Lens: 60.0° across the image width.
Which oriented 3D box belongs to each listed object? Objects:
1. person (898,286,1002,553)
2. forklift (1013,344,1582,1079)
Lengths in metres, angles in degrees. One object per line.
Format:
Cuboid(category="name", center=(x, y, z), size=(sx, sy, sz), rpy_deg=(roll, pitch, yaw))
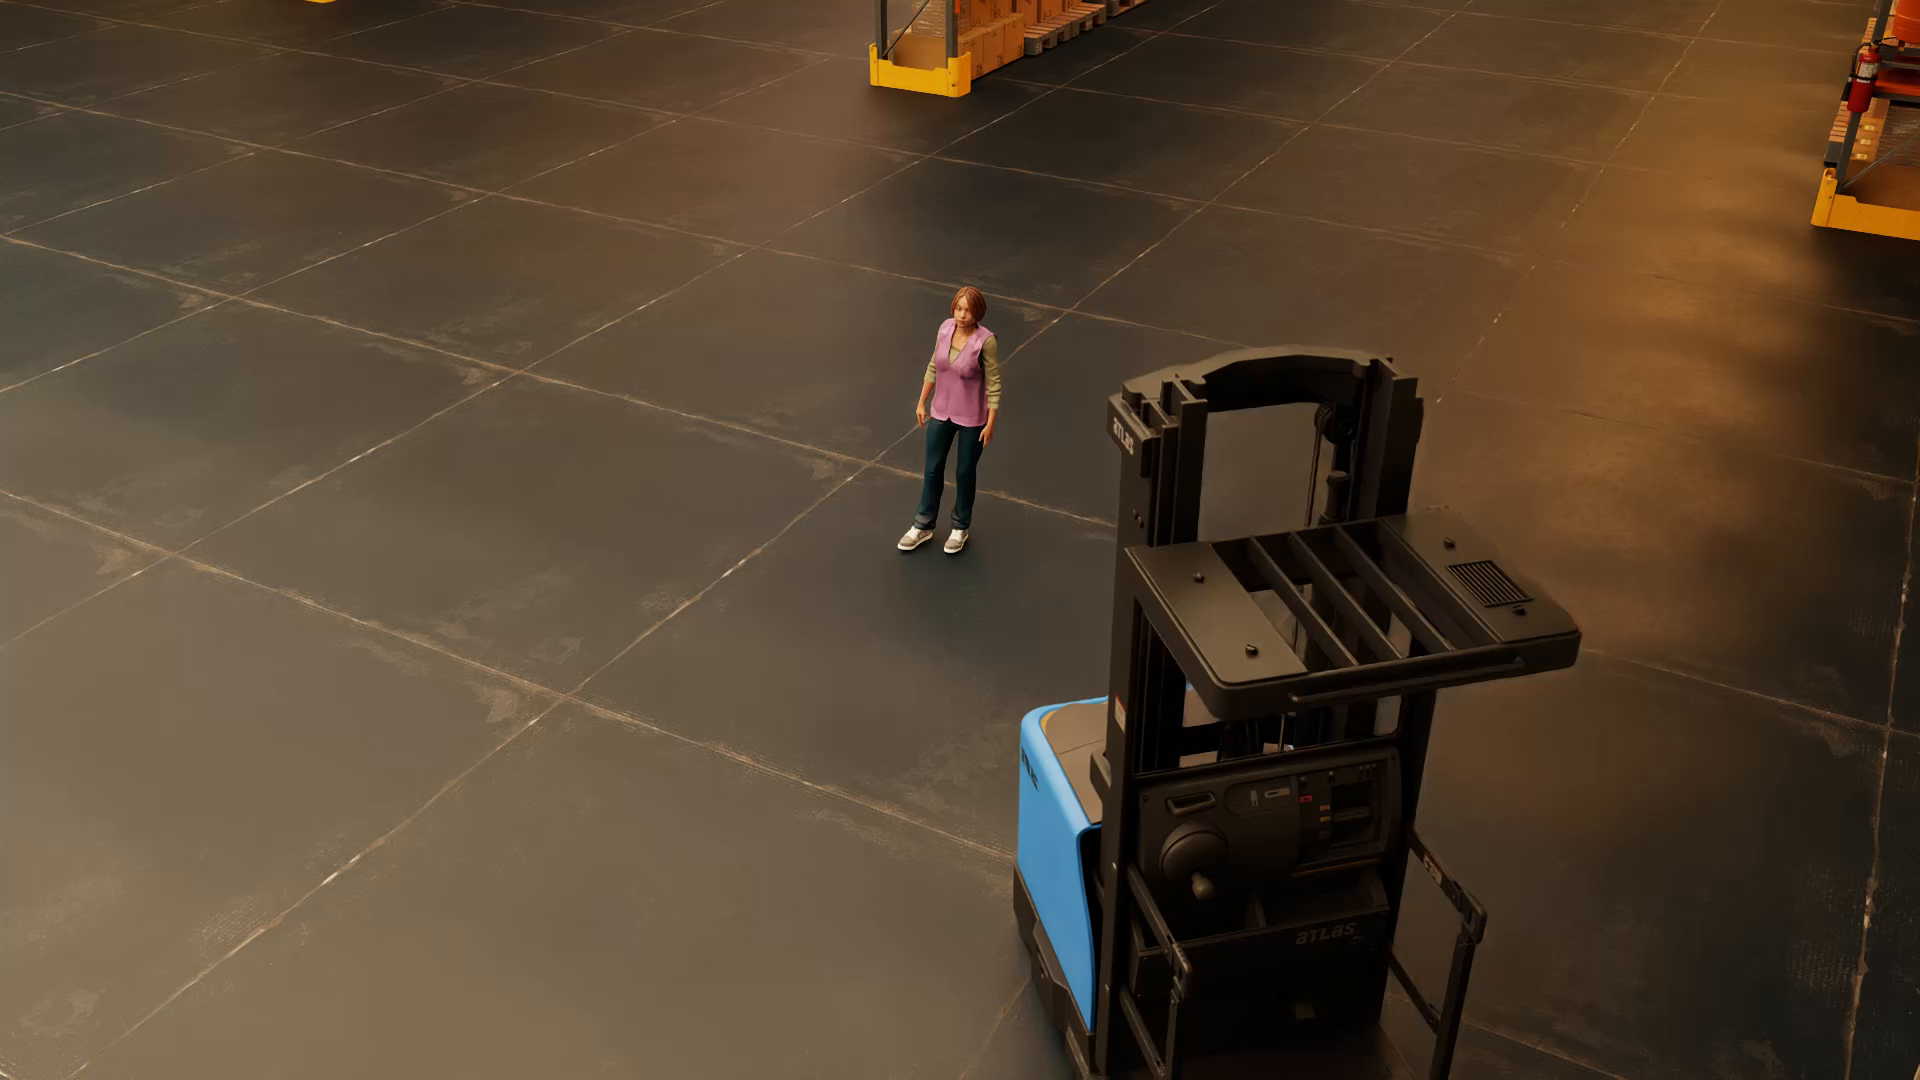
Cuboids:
Cuboid(category="person", center=(-0.048, -0.668, 9.549), size=(0.521, 1.599, 0.473), rpy_deg=(15, 33, 25))
Cuboid(category="forklift", center=(1.092, 0.991, 5.354), size=(1.130, 2.935, 3.031), rpy_deg=(-7, 31, -13))
